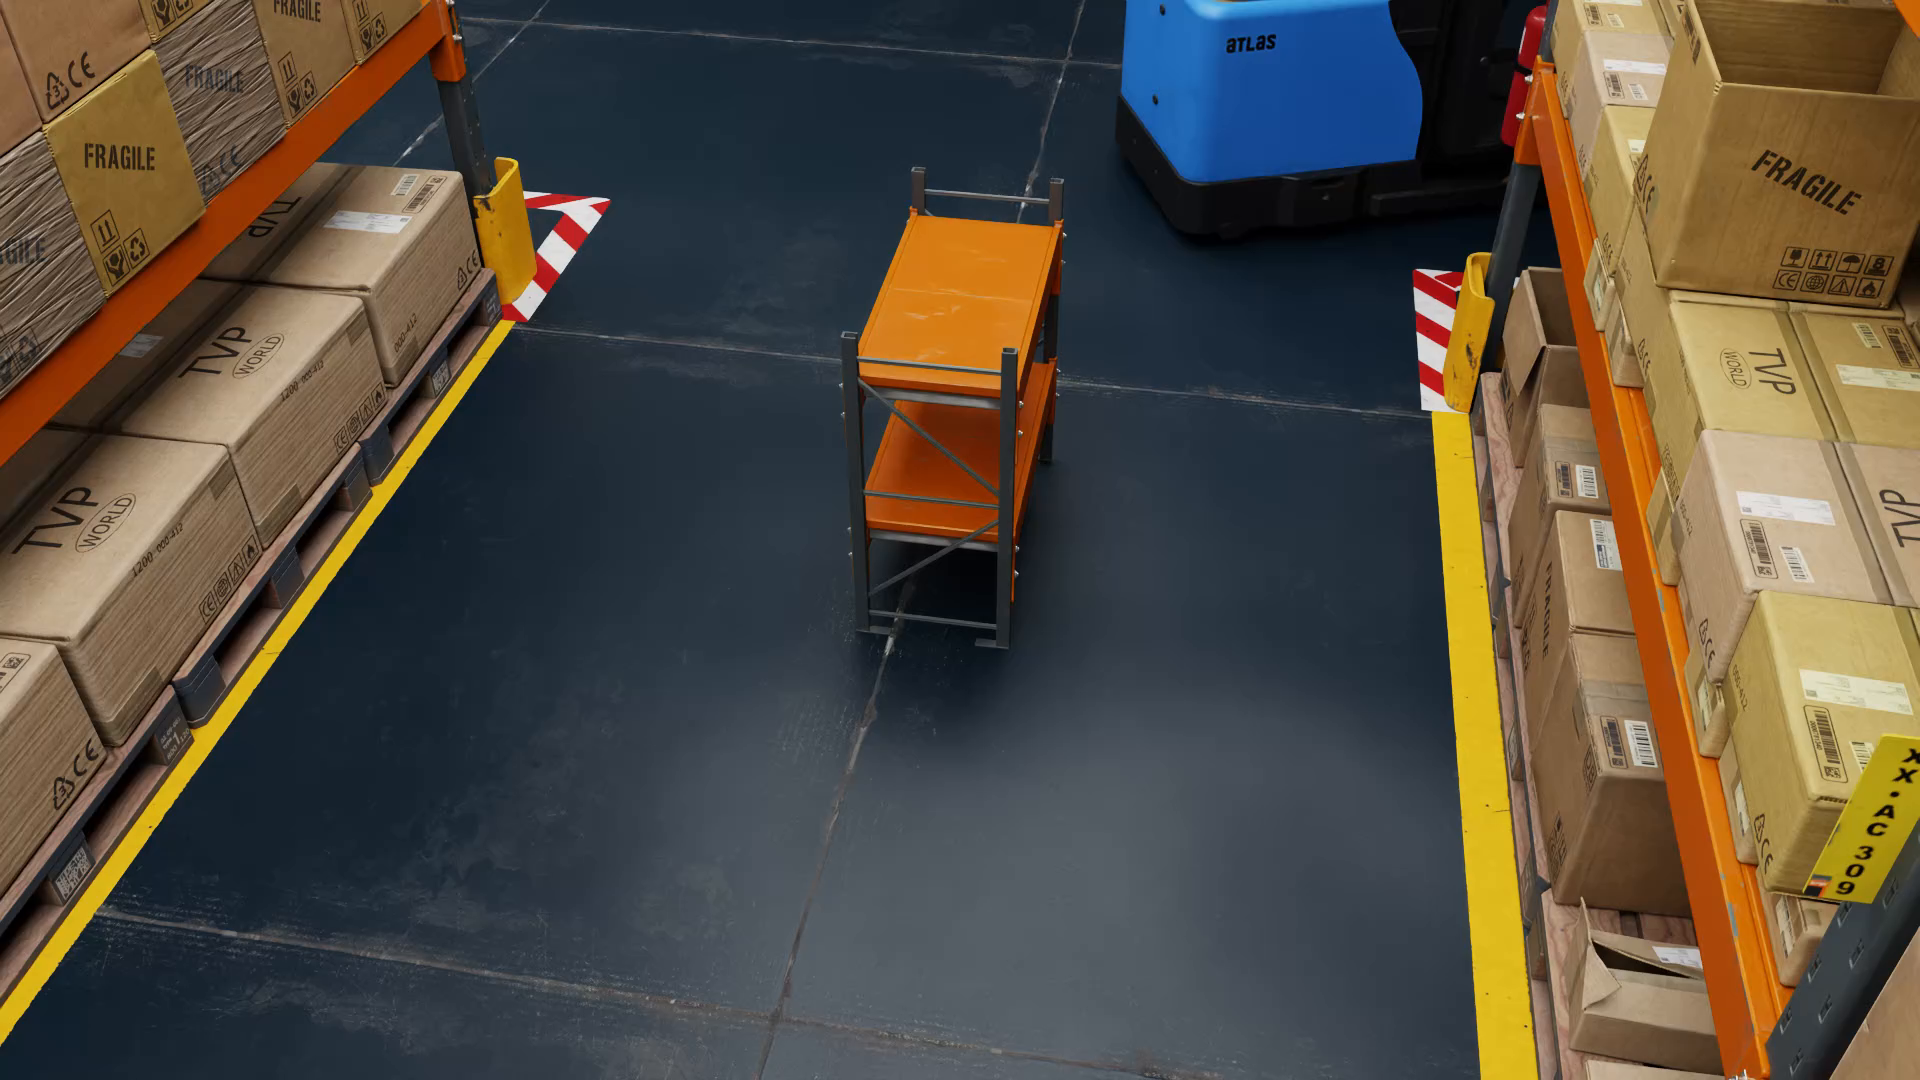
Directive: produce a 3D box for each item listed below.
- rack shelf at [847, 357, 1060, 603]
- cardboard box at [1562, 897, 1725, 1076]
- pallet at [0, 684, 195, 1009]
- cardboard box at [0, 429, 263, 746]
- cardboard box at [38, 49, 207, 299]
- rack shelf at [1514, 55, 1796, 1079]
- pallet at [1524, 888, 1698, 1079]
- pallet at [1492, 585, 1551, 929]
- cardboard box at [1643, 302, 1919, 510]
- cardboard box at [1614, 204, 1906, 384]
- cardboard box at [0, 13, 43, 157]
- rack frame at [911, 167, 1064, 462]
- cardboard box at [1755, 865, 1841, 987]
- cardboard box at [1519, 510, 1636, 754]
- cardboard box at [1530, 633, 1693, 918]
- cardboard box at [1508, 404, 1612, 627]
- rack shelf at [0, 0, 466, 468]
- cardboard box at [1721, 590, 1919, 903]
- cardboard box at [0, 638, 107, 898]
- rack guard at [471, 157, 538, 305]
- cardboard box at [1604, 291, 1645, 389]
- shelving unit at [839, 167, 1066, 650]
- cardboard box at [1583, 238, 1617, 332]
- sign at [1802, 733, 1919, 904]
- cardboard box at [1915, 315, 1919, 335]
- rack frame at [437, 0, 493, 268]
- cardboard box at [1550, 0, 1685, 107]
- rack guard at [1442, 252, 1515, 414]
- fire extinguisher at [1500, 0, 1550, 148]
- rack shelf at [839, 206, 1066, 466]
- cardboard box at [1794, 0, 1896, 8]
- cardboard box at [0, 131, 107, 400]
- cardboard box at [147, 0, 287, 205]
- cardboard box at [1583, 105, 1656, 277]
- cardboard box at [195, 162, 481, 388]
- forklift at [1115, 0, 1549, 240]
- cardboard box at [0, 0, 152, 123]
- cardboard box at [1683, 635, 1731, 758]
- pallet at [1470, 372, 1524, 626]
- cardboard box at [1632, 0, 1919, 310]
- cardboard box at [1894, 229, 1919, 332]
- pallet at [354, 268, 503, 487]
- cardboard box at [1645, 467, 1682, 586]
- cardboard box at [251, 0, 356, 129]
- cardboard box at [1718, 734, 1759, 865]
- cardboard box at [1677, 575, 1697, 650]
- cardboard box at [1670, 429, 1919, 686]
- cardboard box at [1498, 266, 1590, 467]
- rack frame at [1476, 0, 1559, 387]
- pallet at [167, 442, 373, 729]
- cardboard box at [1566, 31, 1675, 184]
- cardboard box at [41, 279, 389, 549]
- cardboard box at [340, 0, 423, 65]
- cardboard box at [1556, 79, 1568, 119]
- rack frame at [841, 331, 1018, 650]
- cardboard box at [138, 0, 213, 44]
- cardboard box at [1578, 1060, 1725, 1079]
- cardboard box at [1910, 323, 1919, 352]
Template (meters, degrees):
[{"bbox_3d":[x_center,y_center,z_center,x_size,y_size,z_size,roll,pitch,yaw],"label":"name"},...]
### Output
[{"bbox_3d":[0.001,-0.249,5.553,0.538,0.278,1.000,6,40,8],"label":"rack shelf"},{"bbox_3d":[1.651,1.057,3.933,0.396,0.266,0.258,8,40,9],"label":"cardboard box"},{"bbox_3d":[-2.899,0.832,4.577,1.003,0.211,1.213,6,40,8],"label":"pallet"},{"bbox_3d":[-2.739,0.108,4.947,0.875,0.438,0.875,5,40,6],"label":"cardboard box"},{"bbox_3d":[-2.496,-1.028,4.561,0.500,0.500,0.500,8,40,9],"label":"cardboard box"},{"bbox_3d":[2.128,-0.207,4.210,1.077,0.370,4.000,6,40,8],"label":"rack shelf"},{"bbox_3d":[1.902,1.415,3.873,1.003,0.211,1.213,6,40,8],"label":"pallet"},{"bbox_3d":[2.111,0.647,4.802,1.003,0.211,1.213,6,40,8],"label":"pallet"},{"bbox_3d":[1.801,-0.260,3.594,0.500,0.250,0.500,6,40,7],"label":"cardboard box"},{"bbox_3d":[1.891,-0.583,3.985,0.500,0.250,0.500,5,40,7],"label":"cardboard box"},{"bbox_3d":[-2.593,-1.106,3.871,0.500,0.500,0.500,7,40,9],"label":"cardboard box"},{"bbox_3d":[0.089,-0.757,5.783,0.500,1.125,0.032,6,40,8],"label":"rack frame"},{"bbox_3d":[1.588,0.640,2.819,0.380,0.149,0.250,7,40,8],"label":"cardboard box"},{"bbox_3d":[1.899,0.289,4.679,0.500,0.500,0.500,7,40,8],"label":"cardboard box"},{"bbox_3d":[1.909,0.620,4.279,0.700,0.500,0.500,5,40,6],"label":"cardboard box"},{"bbox_3d":[2.089,-0.032,5.067,0.700,0.500,0.500,8,40,9],"label":"cardboard box"},{"bbox_3d":[-2.761,-0.752,4.869,1.077,0.370,4.000,6,40,8],"label":"rack shelf"},{"bbox_3d":[1.630,0.368,2.835,0.500,0.250,0.500,7,40,9],"label":"cardboard box"},{"bbox_3d":[-2.893,0.670,4.267,0.875,0.438,0.875,6,40,7],"label":"cardboard box"},{"bbox_3d":[-2.411,-1.336,6.973,1.175,0.500,0.348,6,40,8],"label":"rack guard"},{"bbox_3d":[1.850,-0.496,4.193,0.380,0.149,0.250,7,40,9],"label":"cardboard box"},{"bbox_3d":[0.001,-0.438,5.397,0.538,1.125,1.048,6,40,8],"label":"shelving unit"},{"bbox_3d":[1.875,-0.663,4.395,0.380,0.149,0.250,5,40,6],"label":"cardboard box"},{"bbox_3d":[1.246,0.383,2.254,0.100,0.325,0.005,6,40,8],"label":"sign"},{"bbox_3d":[2.302,-0.480,3.272,0.500,0.500,0.500,5,40,6],"label":"cardboard box"},{"bbox_3d":[-2.415,-2.284,6.158,1.000,3.000,0.127,6,40,8],"label":"rack frame"},{"bbox_3d":[2.130,-1.541,5.144,0.500,0.250,0.500,7,40,8],"label":"cardboard box"},{"bbox_3d":[2.461,-0.728,6.238,1.175,0.500,0.348,6,40,8],"label":"rack guard"},{"bbox_3d":[2.044,-1.709,5.816,0.296,0.674,0.183,6,40,8],"label":"fire extinguisher"},{"bbox_3d":[0.001,-0.663,5.210,0.538,0.278,1.000,6,40,8],"label":"rack shelf"},{"bbox_3d":[2.656,-1.478,5.068,0.500,0.250,0.500,7,40,9],"label":"cardboard box"},{"bbox_3d":[-2.585,-0.705,4.170,0.500,0.500,0.500,7,40,8],"label":"cardboard box"},{"bbox_3d":[-2.419,-1.353,4.954,0.500,0.500,0.500,7,40,9],"label":"cardboard box"},{"bbox_3d":[1.959,-0.906,4.376,0.500,0.250,0.500,6,40,7],"label":"cardboard box"},{"bbox_3d":[-2.431,-1.033,6.327,0.875,0.438,0.875,5,40,6],"label":"cardboard box"},{"bbox_3d":[2.315,-2.937,7.003,3.031,2.935,1.130,-9,40,-10],"label":"forklift"},{"bbox_3d":[-2.503,-1.422,4.253,0.500,0.500,0.500,6,40,7],"label":"cardboard box"},{"bbox_3d":[1.633,0.309,3.220,0.380,0.149,0.250,7,40,9],"label":"cardboard box"},{"bbox_3d":[2.324,-0.116,5.725,1.003,0.211,1.213,6,40,8],"label":"pallet"},{"bbox_3d":[1.871,-0.888,3.766,0.500,0.500,0.500,7,40,9],"label":"cardboard box"},{"bbox_3d":[2.385,-0.516,3.904,0.500,0.250,0.500,6,40,8],"label":"cardboard box"},{"bbox_3d":[-2.476,-0.699,6.430,1.003,0.211,1.213,6,40,8],"label":"pallet"},{"bbox_3d":[1.722,-0.016,3.613,0.380,0.149,0.250,6,40,7],"label":"cardboard box"},{"bbox_3d":[-2.340,-1.677,5.346,0.500,0.500,0.500,6,40,7],"label":"cardboard box"},{"bbox_3d":[1.612,0.474,3.019,0.380,0.149,0.250,7,40,9],"label":"cardboard box"},{"bbox_3d":[1.705,0.147,3.415,0.380,0.149,0.250,7,40,9],"label":"cardboard box"},{"bbox_3d":[1.702,0.052,3.217,0.500,0.250,0.500,7,40,8],"label":"cardboard box"},{"bbox_3d":[2.275,-0.565,5.709,0.797,0.503,0.637,5,40,6],"label":"cardboard box"},{"bbox_3d":[2.474,-1.739,5.499,1.000,3.000,0.127,6,40,8],"label":"rack frame"},{"bbox_3d":[-2.690,0.065,5.506,1.003,0.211,1.213,6,40,8],"label":"pallet"},{"bbox_3d":[2.043,-1.224,4.761,0.500,0.250,0.500,7,40,8],"label":"cardboard box"},{"bbox_3d":[-2.581,-0.458,5.631,0.875,0.438,0.875,7,40,9],"label":"cardboard box"},{"bbox_3d":[-2.238,-1.991,5.725,0.500,0.500,0.500,7,40,8],"label":"cardboard box"},{"bbox_3d":[2.147,-1.466,5.366,0.380,0.149,0.250,6,40,7],"label":"cardboard box"},{"bbox_3d":[-0.087,-0.119,5.011,0.500,1.125,0.032,6,40,8],"label":"rack frame"},{"bbox_3d":[-2.414,-1.738,4.635,0.500,0.500,0.500,6,40,7],"label":"cardboard box"},{"bbox_3d":[1.589,1.326,3.700,0.380,0.149,0.250,5,40,6],"label":"cardboard box"},{"bbox_3d":[2.305,-0.206,3.529,0.500,0.250,0.500,7,40,9],"label":"cardboard box"}]
